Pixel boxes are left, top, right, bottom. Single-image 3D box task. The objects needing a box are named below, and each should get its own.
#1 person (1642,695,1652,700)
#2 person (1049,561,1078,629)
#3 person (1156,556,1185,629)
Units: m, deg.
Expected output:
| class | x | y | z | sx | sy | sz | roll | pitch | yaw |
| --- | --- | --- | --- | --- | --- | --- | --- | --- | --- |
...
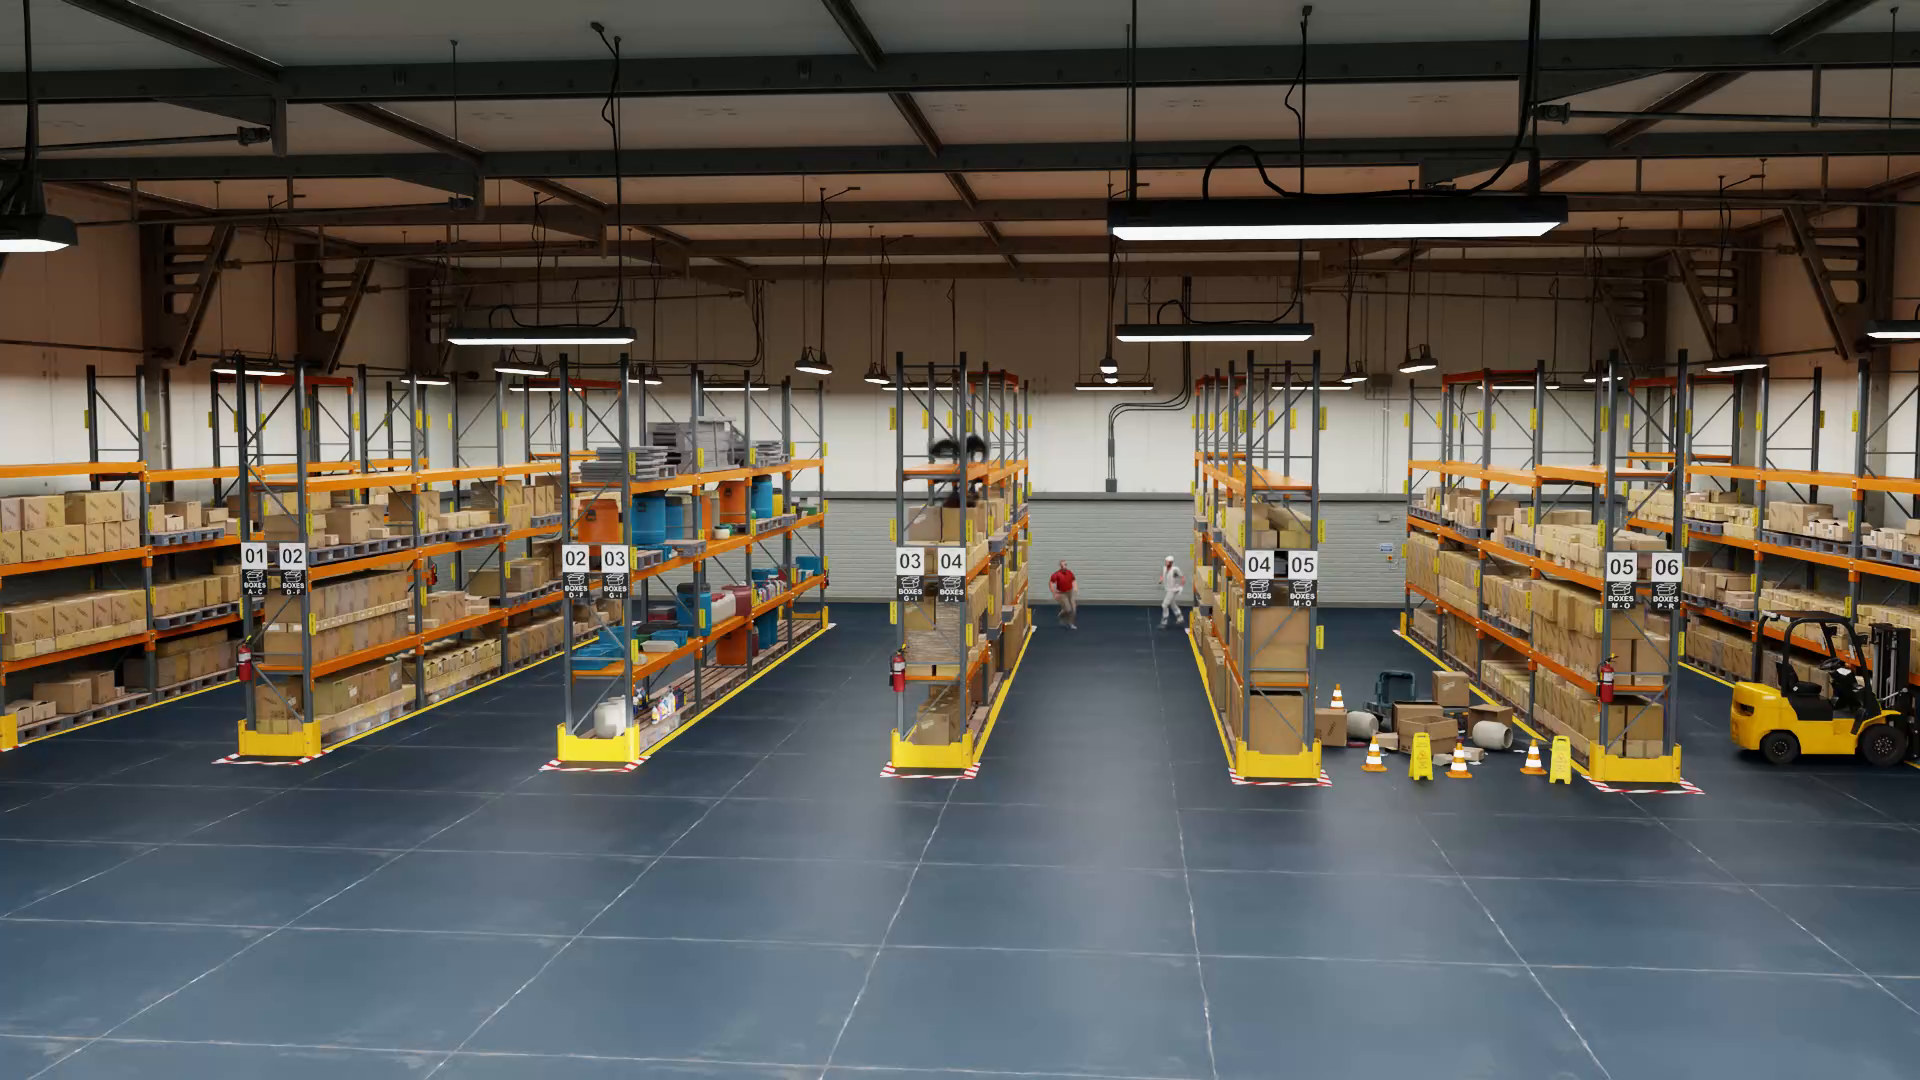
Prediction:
| class | x | y | z | sx | sy | sz | roll | pitch | yaw |
| --- | --- | --- | --- | --- | --- | --- | --- | --- | --- |
| person | 11.540 | 2.210 | 28.289 | 0.604 | 1.597 | 0.715 | 0 | 4 | -4 |
| person | 2.508 | 1.326 | 40.076 | 0.711 | 1.668 | 0.550 | -2 | 5 | -30 |
| person | 5.150 | 1.258 | 40.380 | 0.818 | 1.787 | 0.733 | -2 | 4 | -25 |
